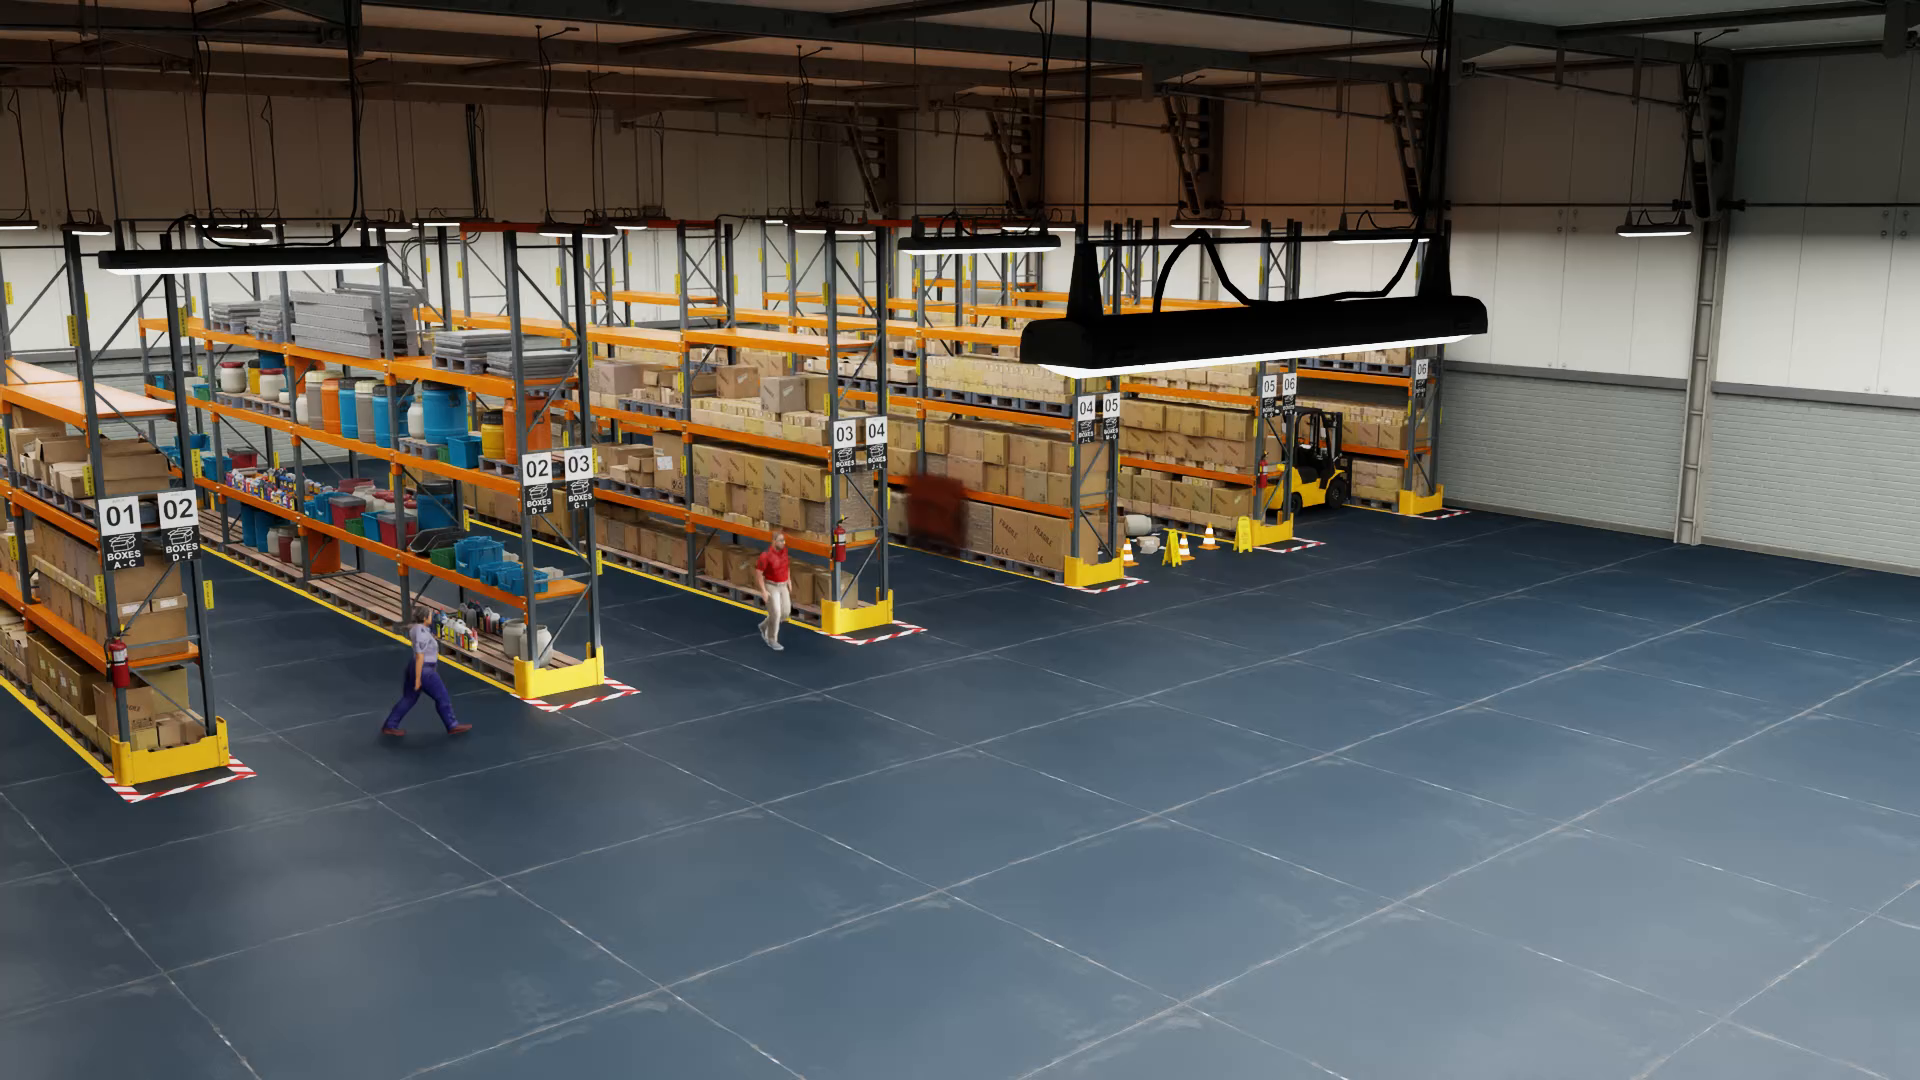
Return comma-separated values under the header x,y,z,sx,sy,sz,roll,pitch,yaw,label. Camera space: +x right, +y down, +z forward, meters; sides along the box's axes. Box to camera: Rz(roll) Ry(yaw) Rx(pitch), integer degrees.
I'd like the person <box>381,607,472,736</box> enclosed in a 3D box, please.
x,y,z,sx,sy,sz,roll,pitch,yaw,label
-6.437,1.584,19.947,1.019,1.600,0.534,-7,13,-31,person

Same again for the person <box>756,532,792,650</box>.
x,y,z,sx,sy,sz,roll,pitch,yaw,label
-2.736,0.705,24.120,0.620,1.712,0.635,8,14,35,person

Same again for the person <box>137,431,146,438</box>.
x,y,z,sx,sy,sz,roll,pitch,yaw,label
-17.208,-1.511,35.119,0.420,1.604,1.062,0,11,-2,person
